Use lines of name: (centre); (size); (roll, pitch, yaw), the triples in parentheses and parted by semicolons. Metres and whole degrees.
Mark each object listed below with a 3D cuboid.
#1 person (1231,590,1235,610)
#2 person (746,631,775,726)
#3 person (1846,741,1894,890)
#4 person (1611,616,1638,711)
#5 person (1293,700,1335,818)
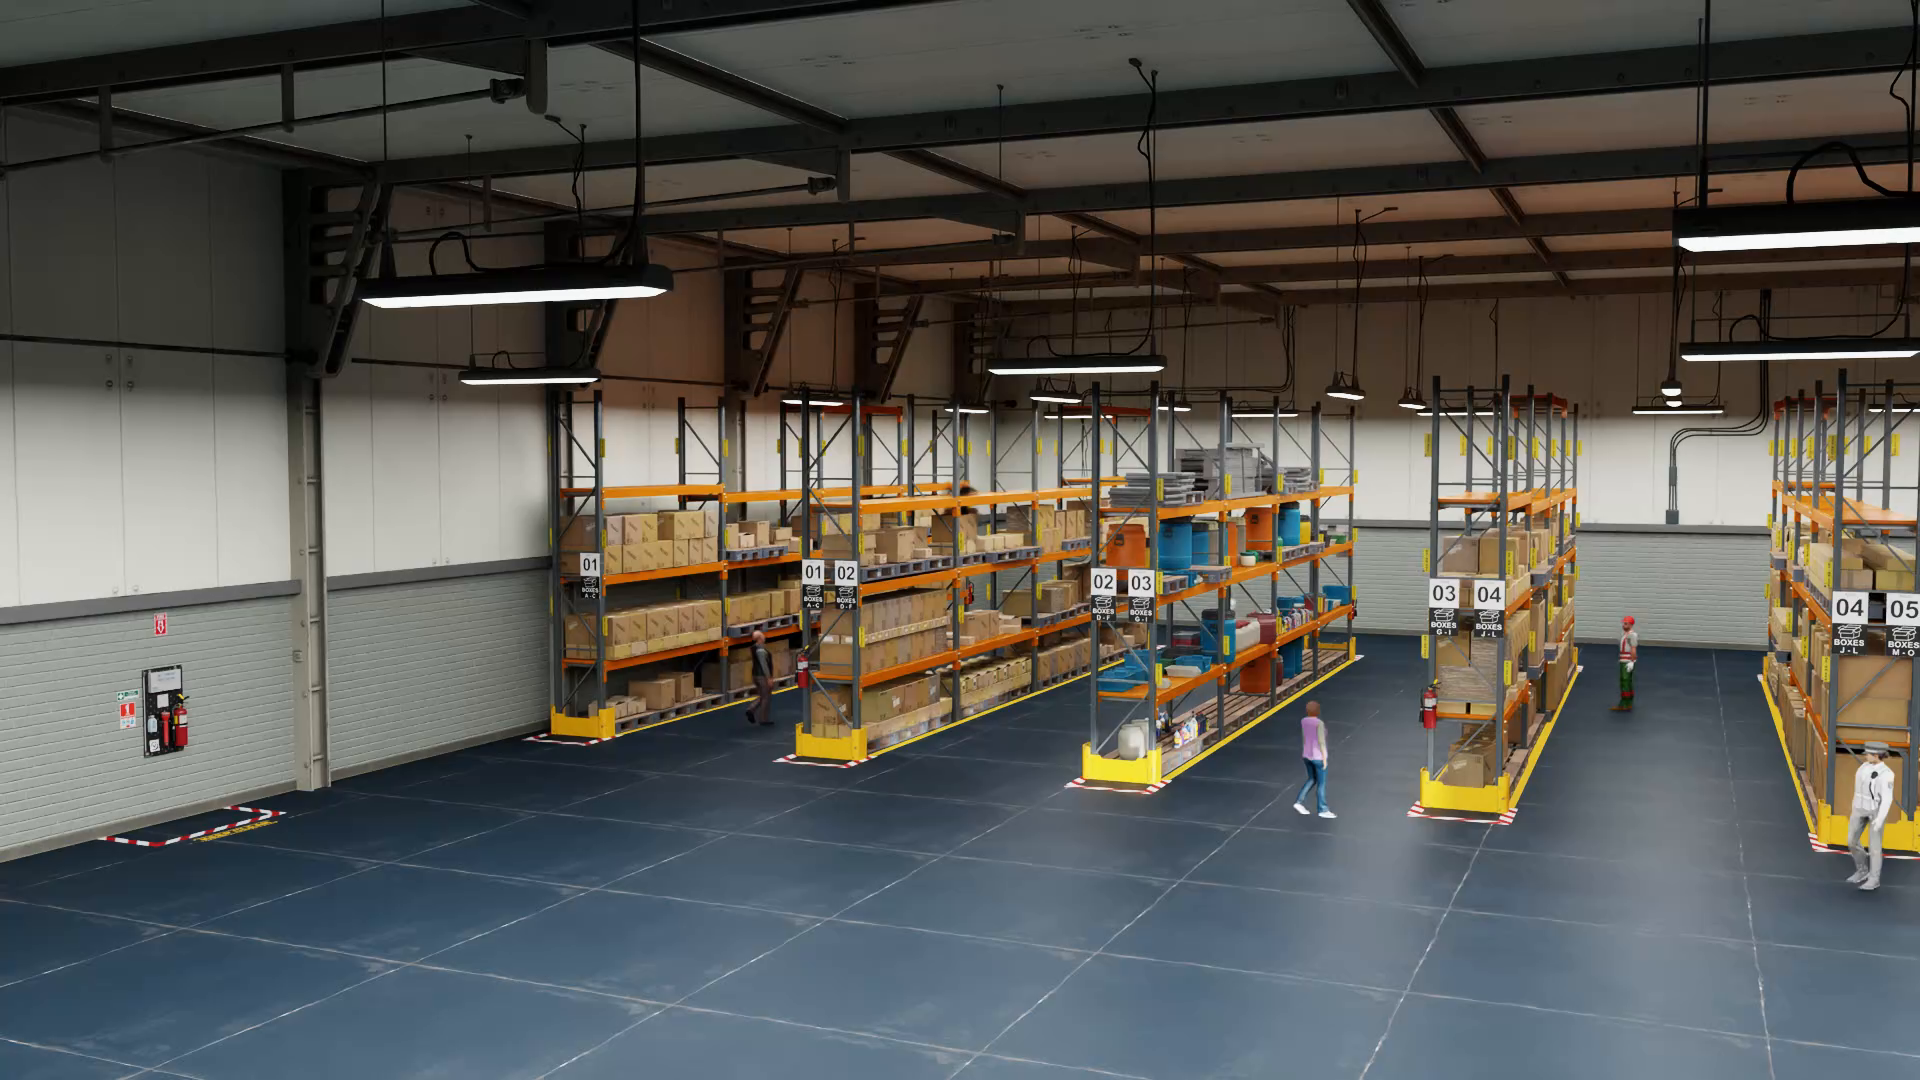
person: (6.342, 1.976, 39.524); (0.353, 1.697, 0.455); (-1, 3, -10)
person: (-3.584, 2.482, 29.893); (0.525, 1.705, 0.548); (-2, 4, -34)
person: (10.352, 3.144, 18.951); (0.399, 1.718, 0.559); (-1, 3, -22)
person: (12.728, 2.348, 31.842); (0.462, 1.794, 0.579); (1, 3, 21)
person: (4.836, 2.970, 22.544); (0.498, 1.610, 0.433); (-2, 4, -32)
